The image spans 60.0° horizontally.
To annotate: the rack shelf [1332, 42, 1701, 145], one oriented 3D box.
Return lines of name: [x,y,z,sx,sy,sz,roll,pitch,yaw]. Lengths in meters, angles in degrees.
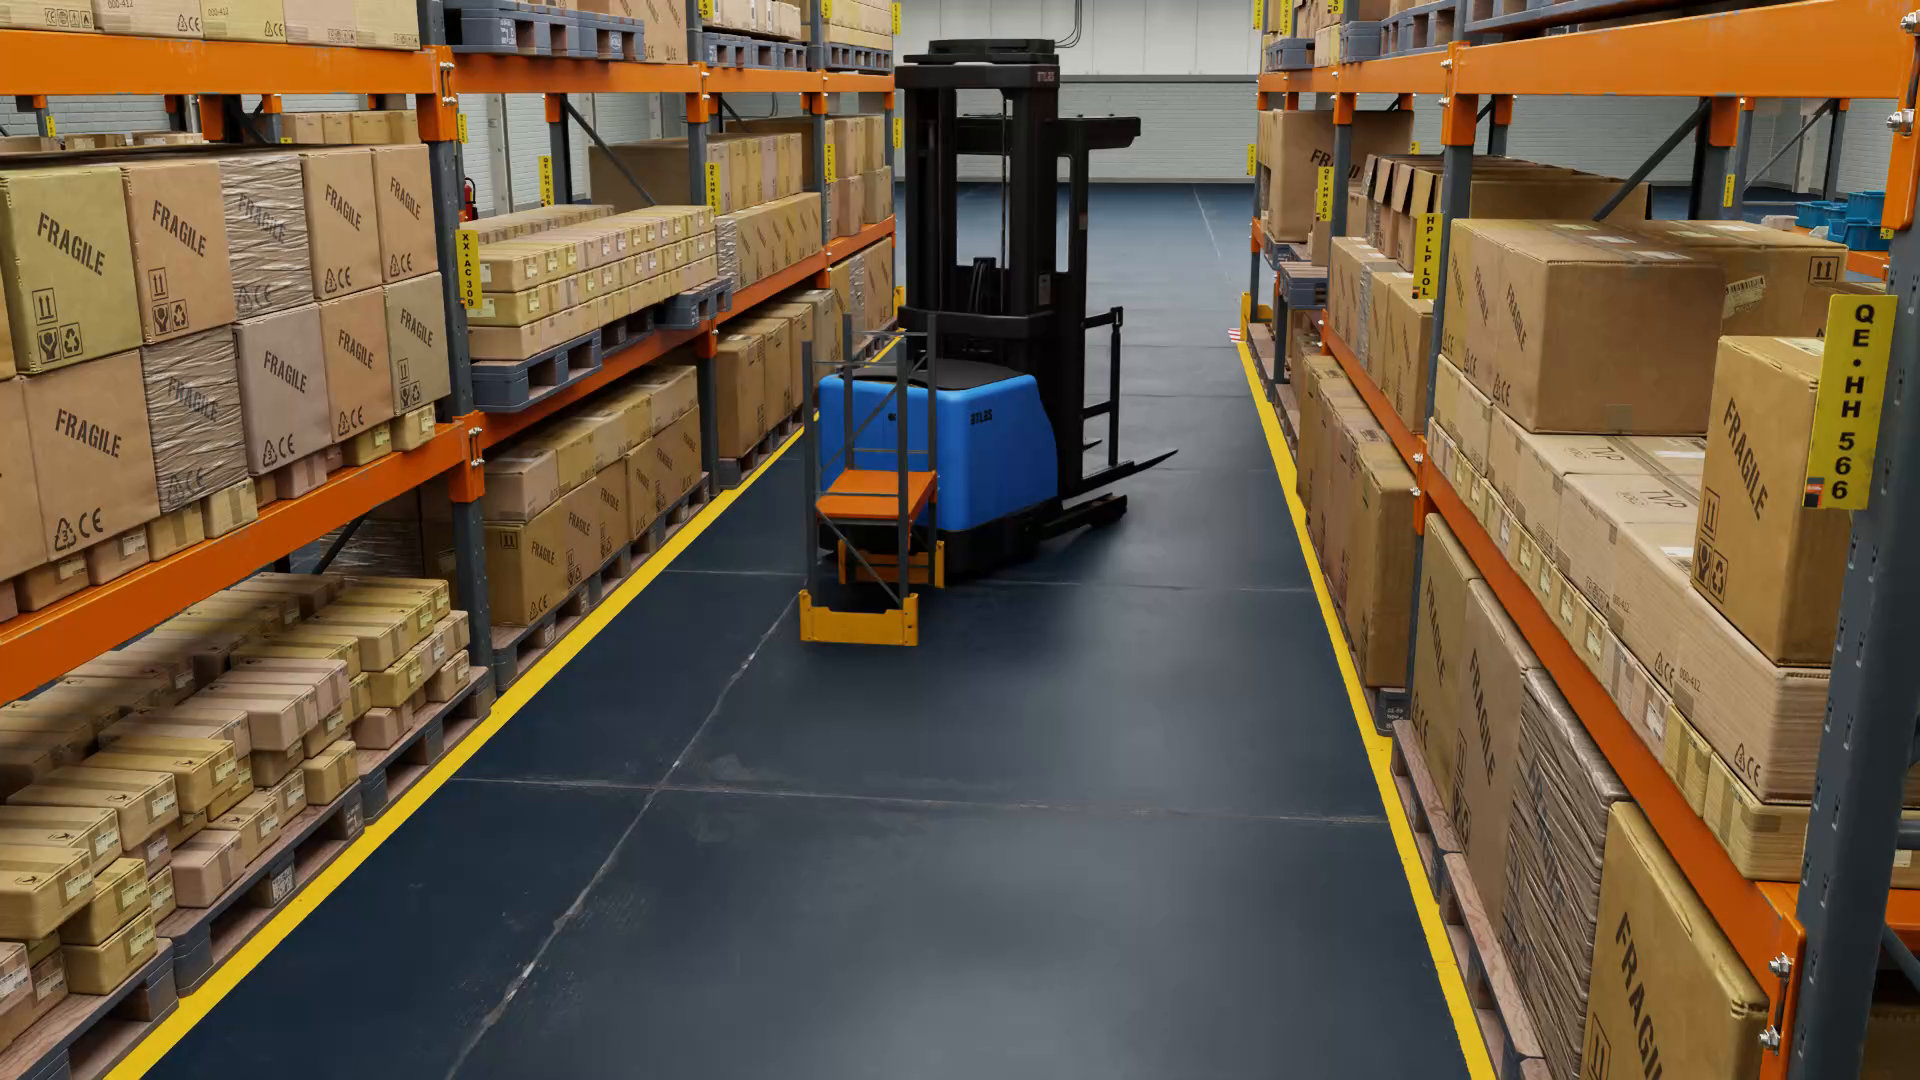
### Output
rack shelf: [2.556,-2.169,8.069,1.077,0.370,4.000,2,15,6]

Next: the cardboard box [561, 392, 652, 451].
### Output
cardboard box: [-2.071,-0.670,9.440,0.500,0.250,0.500,2,15,8]

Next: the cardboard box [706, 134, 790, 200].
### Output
cardboard box: [-1.790,-3.065,13.645,0.700,0.500,0.500,1,15,5]

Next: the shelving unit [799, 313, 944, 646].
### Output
shelving unit: [-0.442,-0.347,8.572,0.587,1.500,1.083,2,15,7]

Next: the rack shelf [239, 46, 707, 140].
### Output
rack shelf: [-2.361,-2.341,8.706,1.077,0.370,4.000,2,15,6]

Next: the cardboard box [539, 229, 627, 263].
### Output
cardboard box: [-1.940,-1.515,8.554,0.380,0.149,0.250,2,15,8]

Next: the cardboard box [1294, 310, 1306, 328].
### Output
cardboard box: [3.375,-1.872,15.322,0.500,0.500,0.500,7,17,24]

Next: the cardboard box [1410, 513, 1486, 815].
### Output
cardboard box: [2.177,0.442,6.046,0.875,0.875,0.875,2,15,6]

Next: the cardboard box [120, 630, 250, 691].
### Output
cardboard box: [-2.907,0.453,6.259,0.380,0.149,0.250,1,15,5]

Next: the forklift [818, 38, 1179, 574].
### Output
forklift: [0.412,-1.557,10.306,1.130,2.935,3.031,10,18,33]

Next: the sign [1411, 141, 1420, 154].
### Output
sign: [3.785,-3.168,13.913,0.100,0.325,0.005,2,15,6]

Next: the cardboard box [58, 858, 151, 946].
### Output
cardboard box: [-2.560,1.018,4.737,0.380,0.149,0.250,2,15,8]

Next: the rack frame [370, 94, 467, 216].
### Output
rack frame: [-6.162,-3.954,19.038,1.000,3.000,0.127,2,15,6]

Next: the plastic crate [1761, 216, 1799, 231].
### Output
plastic crate: [8.185,-3.166,16.630,0.298,0.136,0.250,2,15,6]

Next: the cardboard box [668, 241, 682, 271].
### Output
cardboard box: [-1.823,-1.640,9.589,0.380,0.149,0.250,2,15,6]

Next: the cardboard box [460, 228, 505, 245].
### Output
cardboard box: [-2.587,-1.538,8.642,0.380,0.149,0.250,1,15,4]

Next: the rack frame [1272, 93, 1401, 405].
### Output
rack frame: [3.233,-2.624,14.121,1.000,3.000,0.127,2,15,6]

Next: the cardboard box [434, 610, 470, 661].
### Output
cardboard box: [-2.306,0.399,7.027,0.380,0.149,0.250,2,15,7]

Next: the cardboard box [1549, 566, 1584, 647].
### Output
cardboard box: [1.735,0.175,4.250,0.380,0.149,0.250,2,15,6]

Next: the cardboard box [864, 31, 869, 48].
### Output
cardboard box: [-1.106,-4.920,16.350,0.380,0.149,0.250,2,15,7]

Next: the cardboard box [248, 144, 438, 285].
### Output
cardboard box: [-2.371,-1.267,6.423,0.500,0.500,0.500,1,15,4]

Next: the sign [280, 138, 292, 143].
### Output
sign: [-6.062,-3.460,14.993,0.100,0.325,0.005,2,15,6]

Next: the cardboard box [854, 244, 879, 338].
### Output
cardboard box: [-1.340,-2.605,17.316,0.875,0.875,0.875,1,15,5]

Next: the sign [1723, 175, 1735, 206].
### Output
sign: [8.060,-3.667,17.446,0.100,0.325,0.005,2,15,6]

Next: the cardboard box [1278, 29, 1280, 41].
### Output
cardboard box: [3.126,-4.627,15.305,0.380,0.149,0.250,2,15,9]

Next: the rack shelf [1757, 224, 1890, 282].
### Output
rack shelf: [8.380,-2.650,15.594,1.077,0.370,4.000,2,15,6]

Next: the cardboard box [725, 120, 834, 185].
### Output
cardboard box: [-1.608,-3.485,14.948,0.875,0.550,0.550,2,15,6]

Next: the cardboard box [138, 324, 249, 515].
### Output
cardboard box: [-2.558,-0.383,5.071,0.500,0.500,0.500,1,15,5]

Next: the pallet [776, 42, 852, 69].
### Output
pallet: [-1.581,-4.414,15.162,1.003,0.211,1.213,2,15,6]

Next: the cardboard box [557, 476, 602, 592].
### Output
cardboard box: [-2.181,-0.039,8.544,0.500,0.500,0.500,2,15,9]

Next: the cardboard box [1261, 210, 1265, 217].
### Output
cardboard box: [3.325,-3.345,17.268,0.380,0.149,0.250,2,15,6]

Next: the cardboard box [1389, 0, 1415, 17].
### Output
cardboard box: [2.785,-3.127,9.232,0.797,0.503,0.637,3,15,10]

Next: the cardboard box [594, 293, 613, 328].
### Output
cardboard box: [-1.970,-1.160,8.382,0.380,0.149,0.250,1,15,4]

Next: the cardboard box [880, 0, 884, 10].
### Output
cardboard box: [-0.992,-5.568,17.219,0.380,0.149,0.250,2,15,7]

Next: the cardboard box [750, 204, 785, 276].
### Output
cardboard box: [-1.646,-2.308,12.759,0.500,0.500,0.500,2,15,6]

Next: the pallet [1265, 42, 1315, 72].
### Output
pallet: [3.058,-3.825,13.174,1.213,0.211,1.003,2,15,6]

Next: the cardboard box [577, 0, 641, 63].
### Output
cardboard box: [-2.051,-2.840,8.982,0.500,0.500,0.500,2,15,6]

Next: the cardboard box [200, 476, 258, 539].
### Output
cardboard box: [-2.491,-0.112,5.311,0.380,0.149,0.250,2,15,7]

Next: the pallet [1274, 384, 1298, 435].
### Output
pallet: [3.147,-1.076,13.738,1.003,0.211,1.213,2,15,6]

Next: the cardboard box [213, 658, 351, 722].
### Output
cardboard box: [-2.424,0.535,5.956,0.380,0.149,0.250,1,15,4]

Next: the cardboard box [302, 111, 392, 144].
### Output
cardboard box: [-6.217,-4.098,16.893,0.700,0.500,0.500,2,15,6]

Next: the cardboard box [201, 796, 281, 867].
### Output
cardboard box: [-2.499,0.961,5.519,0.380,0.149,0.250,2,15,6]

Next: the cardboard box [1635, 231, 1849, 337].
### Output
cardboard box: [2.484,-0.726,5.381,0.500,0.500,0.500,2,15,7]

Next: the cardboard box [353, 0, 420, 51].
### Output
cardboard box: [-2.373,-1.962,6.213,0.500,0.250,0.500,2,15,8]

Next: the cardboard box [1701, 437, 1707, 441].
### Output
cardboard box: [2.428,-0.232,4.990,0.500,0.250,0.500,2,15,7]

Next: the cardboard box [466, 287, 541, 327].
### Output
cardboard box: [-2.085,-1.036,7.352,0.380,0.149,0.250,2,15,7]

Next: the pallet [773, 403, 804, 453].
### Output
pallet: [-1.831,-0.931,13.201,1.003,0.211,1.213,2,15,6]

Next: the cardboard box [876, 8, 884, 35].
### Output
cardboard box: [-1.067,-5.339,17.137,0.500,0.250,0.500,2,15,6]

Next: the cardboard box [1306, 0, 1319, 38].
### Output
cardboard box: [2.976,-3.962,12.318,0.797,0.503,0.637,2,15,9]

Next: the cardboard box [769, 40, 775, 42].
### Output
cardboard box: [-1.904,-4.611,15.206,0.380,0.149,0.250,2,15,7]

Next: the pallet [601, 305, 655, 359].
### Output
pallet: [-2.318,-1.152,9.044,1.003,0.211,1.213,2,15,6]

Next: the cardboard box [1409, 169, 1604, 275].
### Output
cardboard box: [2.483,-1.426,7.575,0.797,0.503,0.637,2,15,7]

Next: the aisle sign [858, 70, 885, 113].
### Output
aisle sign: [-0.926,-5.099,18.291,0.394,0.787,0.004,2,15,6]
